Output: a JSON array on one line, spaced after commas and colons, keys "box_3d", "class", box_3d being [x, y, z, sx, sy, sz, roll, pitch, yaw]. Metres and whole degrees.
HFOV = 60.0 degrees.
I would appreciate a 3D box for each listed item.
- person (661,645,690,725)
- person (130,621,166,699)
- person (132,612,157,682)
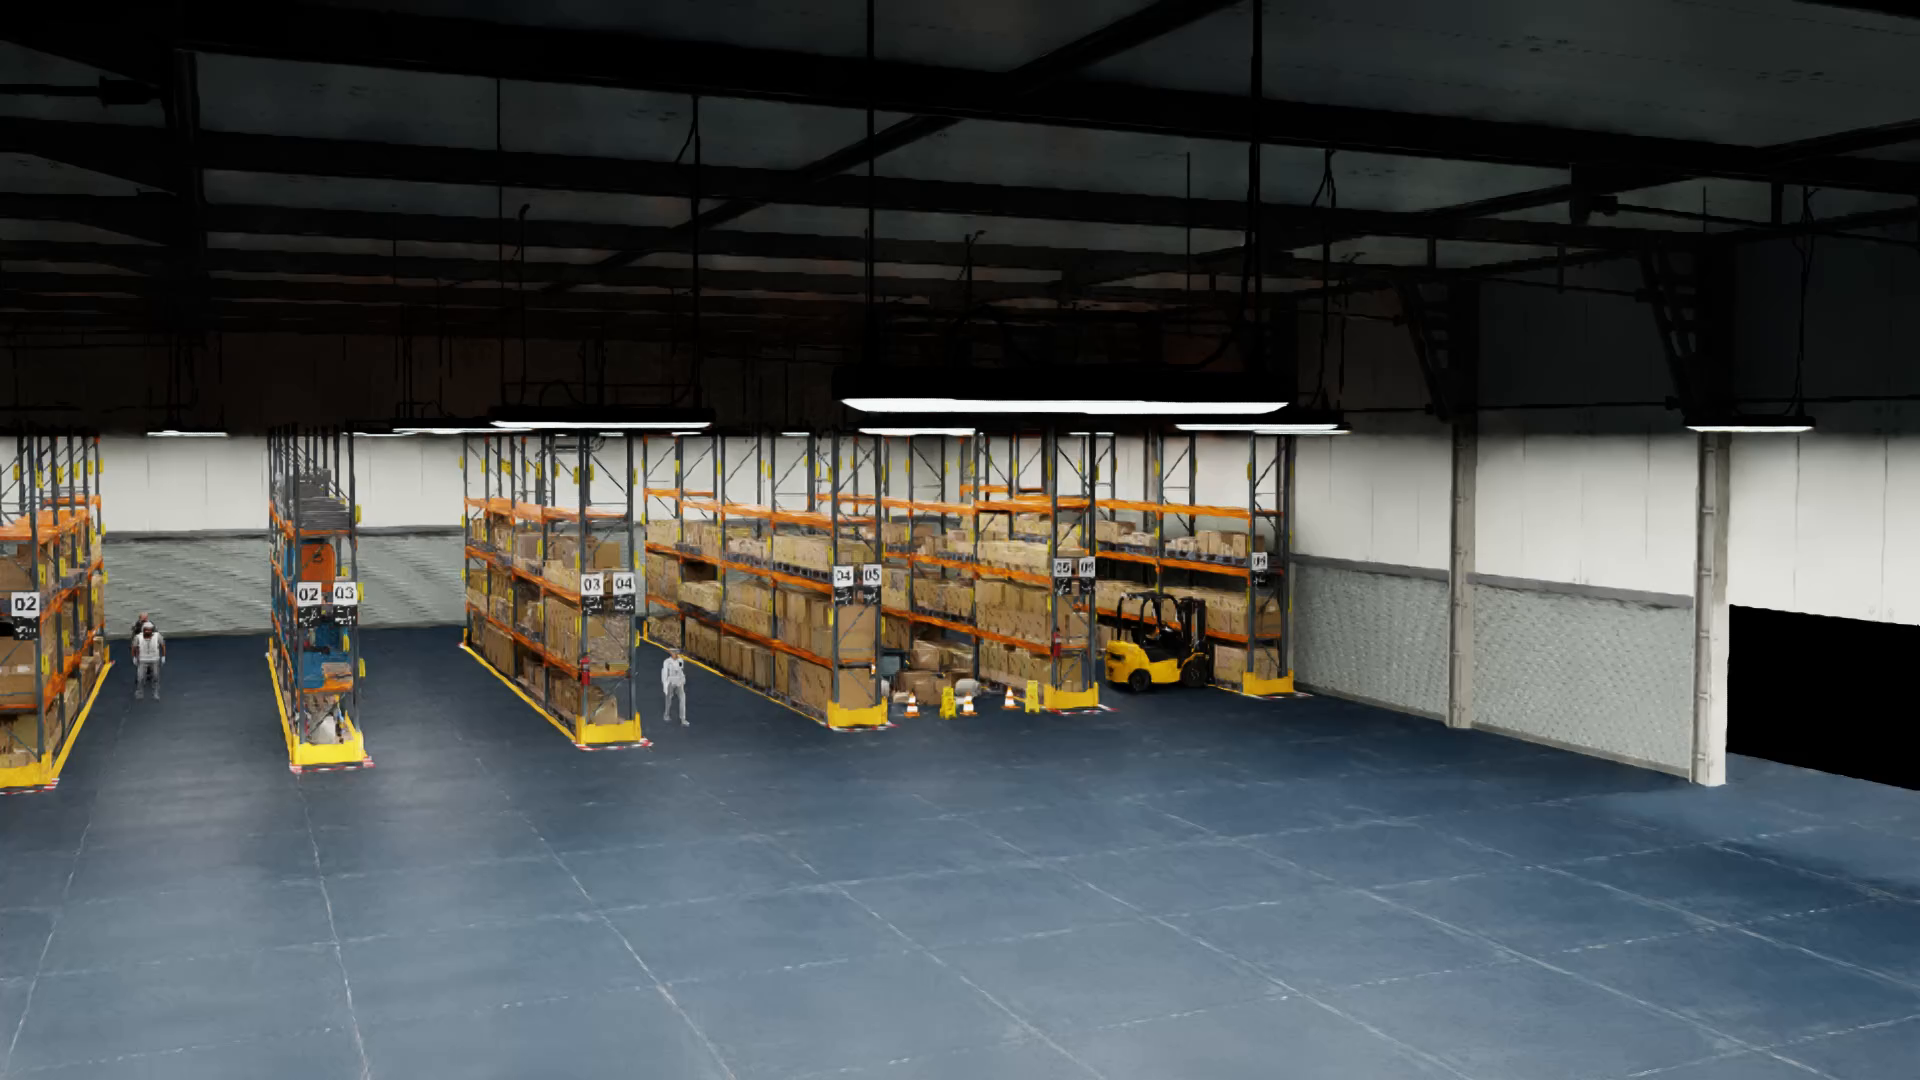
[{"box_3d": [-5.720, 2.878, 33.248, 0.495, 1.587, 1.086, -1, 4, -22], "class": "person"}, {"box_3d": [-17.796, 2.637, 36.452, 0.689, 1.735, 0.549, -2, 4, -26], "class": "person"}, {"box_3d": [-19.178, 2.501, 39.137, 0.543, 1.644, 1.119, -2, 4, -26], "class": "person"}]
